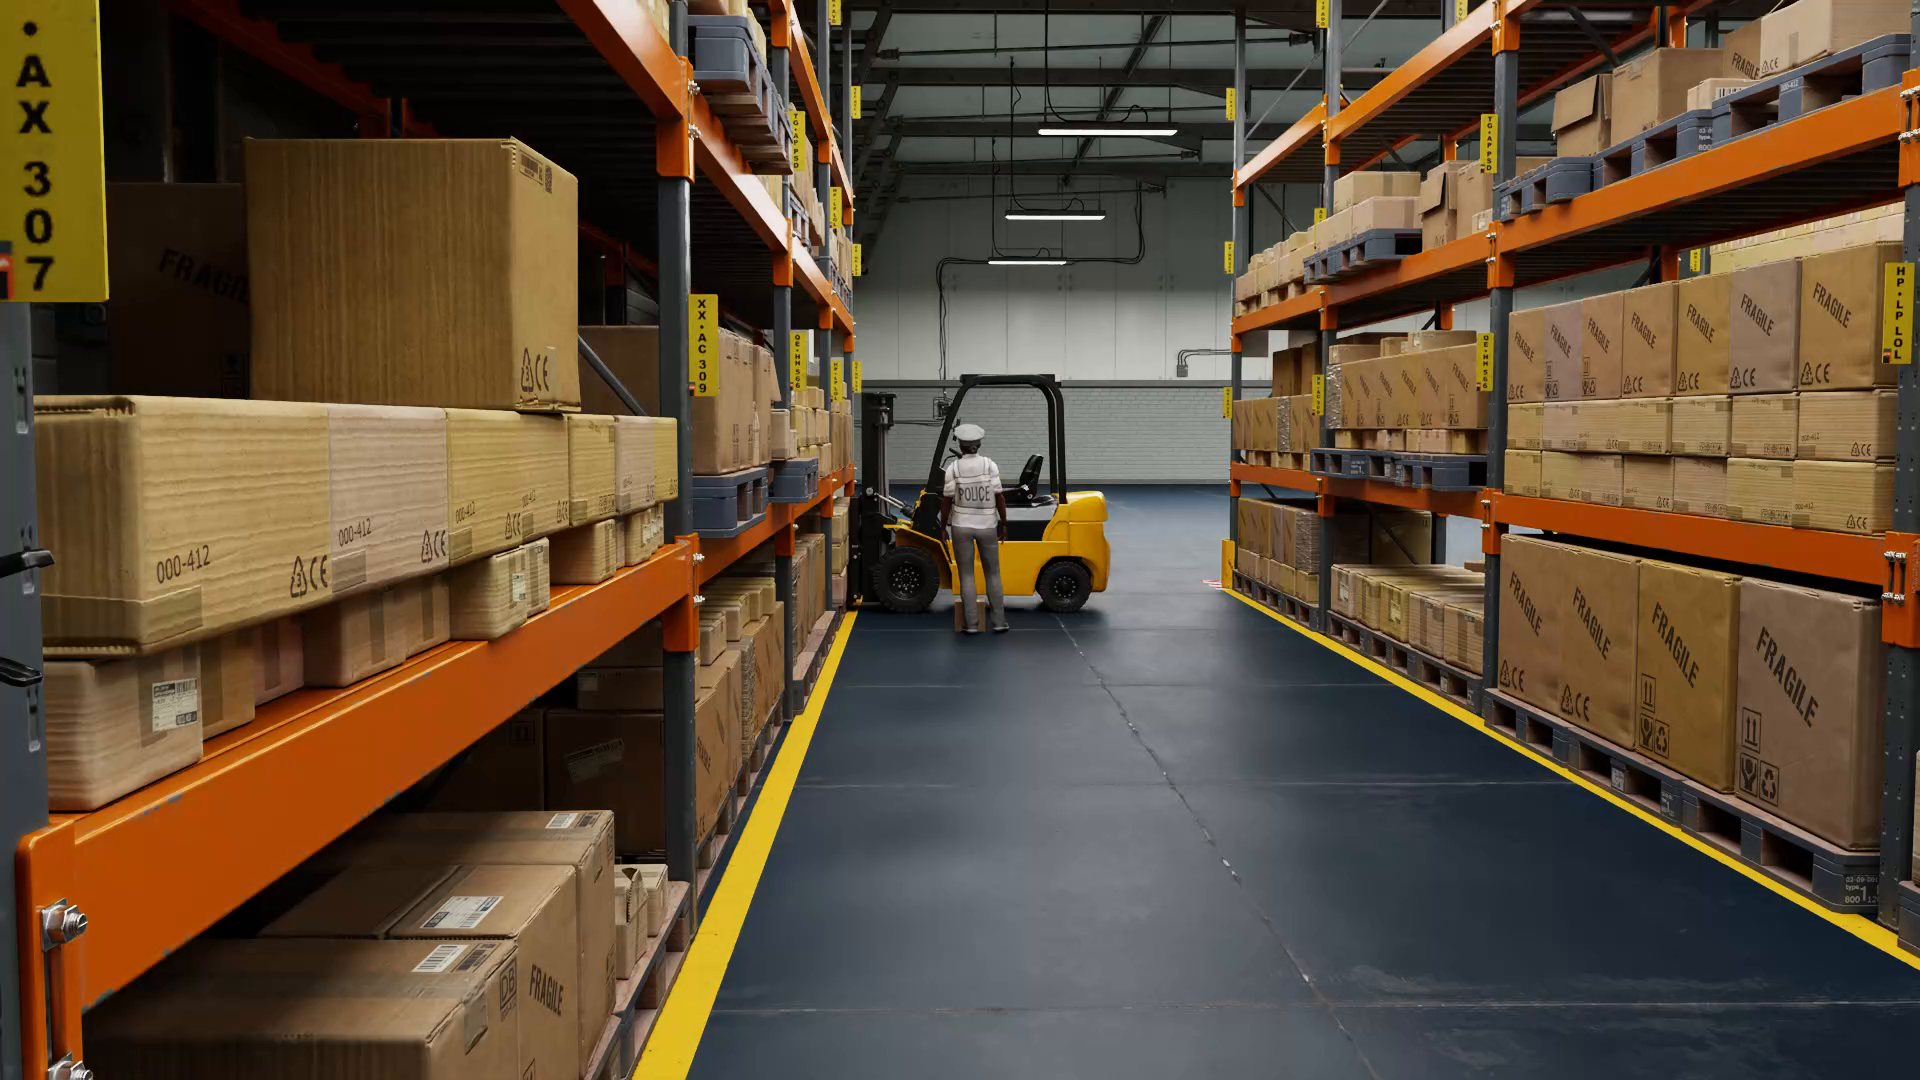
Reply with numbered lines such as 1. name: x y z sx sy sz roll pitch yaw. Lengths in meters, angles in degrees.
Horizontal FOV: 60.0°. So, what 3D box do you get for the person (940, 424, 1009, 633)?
1. person: 0.125 -0.092 13.498 0.569 1.694 0.528 0 4 -1
